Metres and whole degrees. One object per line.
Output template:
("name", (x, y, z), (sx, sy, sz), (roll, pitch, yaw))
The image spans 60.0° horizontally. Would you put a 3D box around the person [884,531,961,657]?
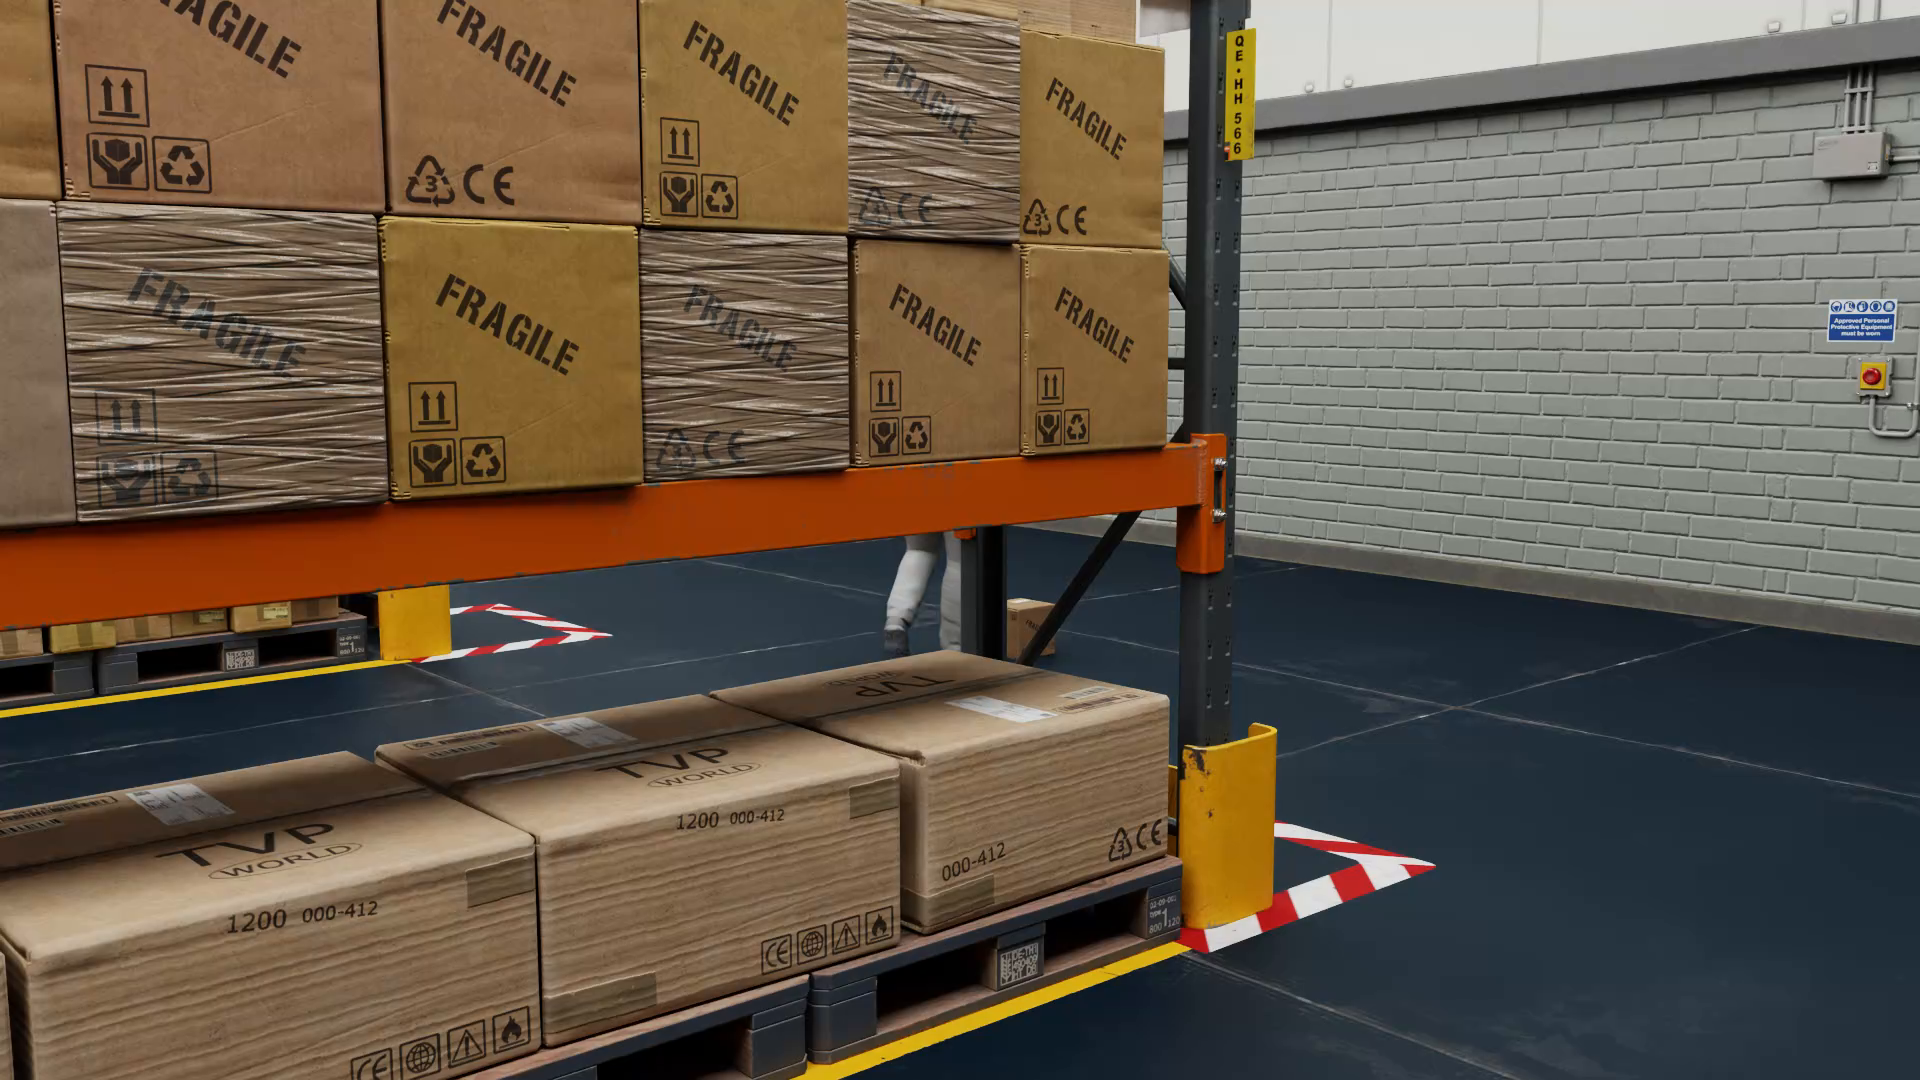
("person", (-0.099, -0.285, 7.799), (0.561, 1.767, 0.585), (5, 9, 33))
